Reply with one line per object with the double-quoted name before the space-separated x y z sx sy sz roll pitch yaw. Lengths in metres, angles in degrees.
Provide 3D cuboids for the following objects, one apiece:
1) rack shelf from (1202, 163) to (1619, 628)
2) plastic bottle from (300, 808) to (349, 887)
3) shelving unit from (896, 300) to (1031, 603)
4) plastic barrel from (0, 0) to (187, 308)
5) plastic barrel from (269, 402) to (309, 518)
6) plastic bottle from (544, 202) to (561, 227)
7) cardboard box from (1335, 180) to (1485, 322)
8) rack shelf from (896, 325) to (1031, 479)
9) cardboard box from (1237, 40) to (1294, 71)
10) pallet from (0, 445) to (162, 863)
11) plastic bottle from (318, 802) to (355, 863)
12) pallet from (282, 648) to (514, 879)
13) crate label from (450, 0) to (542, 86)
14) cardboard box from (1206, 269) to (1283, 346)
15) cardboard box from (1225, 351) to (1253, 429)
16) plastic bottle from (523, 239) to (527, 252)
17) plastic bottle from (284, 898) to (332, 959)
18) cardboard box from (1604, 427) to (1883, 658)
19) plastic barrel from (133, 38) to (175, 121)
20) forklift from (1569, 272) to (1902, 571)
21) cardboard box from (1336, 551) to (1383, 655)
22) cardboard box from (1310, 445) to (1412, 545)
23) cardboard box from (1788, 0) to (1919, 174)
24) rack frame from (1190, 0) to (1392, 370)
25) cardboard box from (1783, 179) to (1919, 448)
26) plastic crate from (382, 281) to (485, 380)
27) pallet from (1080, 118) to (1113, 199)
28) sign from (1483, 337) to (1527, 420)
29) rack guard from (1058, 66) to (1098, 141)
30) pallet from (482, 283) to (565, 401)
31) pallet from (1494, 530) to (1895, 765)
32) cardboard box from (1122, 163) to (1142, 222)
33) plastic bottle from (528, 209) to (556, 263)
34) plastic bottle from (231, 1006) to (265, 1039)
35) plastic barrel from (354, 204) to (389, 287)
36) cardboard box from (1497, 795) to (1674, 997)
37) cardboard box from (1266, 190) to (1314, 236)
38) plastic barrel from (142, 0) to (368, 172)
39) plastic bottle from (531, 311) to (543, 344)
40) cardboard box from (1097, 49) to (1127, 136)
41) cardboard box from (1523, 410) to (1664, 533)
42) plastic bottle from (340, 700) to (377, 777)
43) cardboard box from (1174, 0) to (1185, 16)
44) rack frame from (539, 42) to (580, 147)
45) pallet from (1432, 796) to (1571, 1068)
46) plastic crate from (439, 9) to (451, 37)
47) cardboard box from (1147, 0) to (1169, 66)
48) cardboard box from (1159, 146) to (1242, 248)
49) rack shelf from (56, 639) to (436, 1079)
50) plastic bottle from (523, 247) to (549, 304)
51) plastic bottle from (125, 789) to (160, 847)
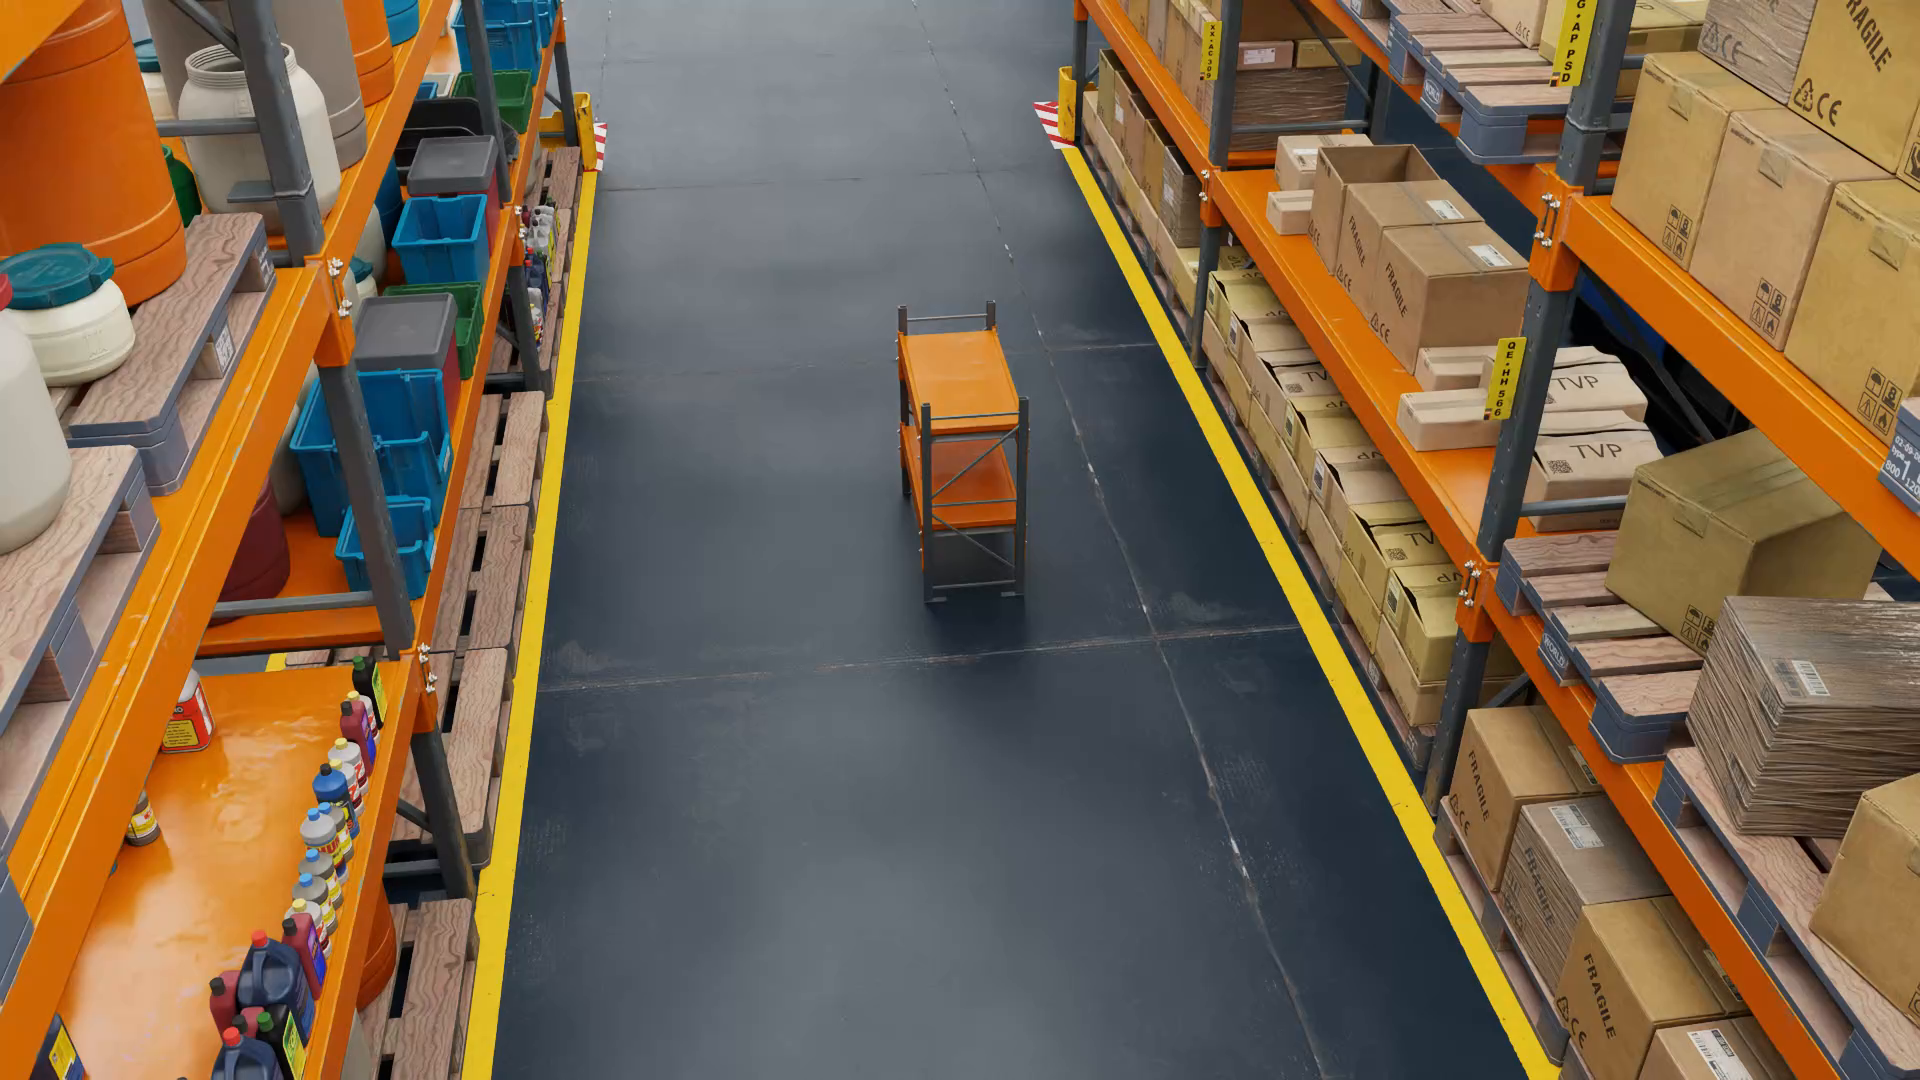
"rack shelf" 2.210 -0.953 8.124 1.077 0.370 4.000 -4 35 -6
"plastic bottle" -1.872 0.897 4.884 0.097 0.271 0.097 0 34 0
"shelving unit" 0.001 -0.461 8.428 0.538 1.125 1.048 -4 35 -6
"plastic barrel" -2.356 -1.035 4.187 0.600 0.830 0.708 -4 35 -6
"plastic barrel" -2.780 -0.365 6.523 0.421 0.512 0.421 0 34 0
"plastic bottle" -2.824 -2.259 11.496 0.097 0.201 0.097 0 34 0
"cardboard box" 2.167 -1.405 8.059 0.500 0.500 0.500 -4 35 -6
"rack shelf" 0.001 -0.703 8.263 0.538 0.278 1.000 -4 35 -6
"cardboard box" 1.692 -2.811 9.547 0.380 0.149 0.250 -4 35 -6
"pallet" -2.249 0.247 3.229 1.003 0.211 1.213 -4 35 -6
"plastic bottle" -1.885 0.872 4.984 0.097 0.201 0.097 0 34 0
"pallet" -2.495 0.956 7.160 1.003 0.211 1.213 -4 35 -6
"crate label" -2.990 -3.234 10.800 0.502 0.435 0.616 -4 35 -6
"cardboard box" 1.750 -1.386 9.691 0.500 0.311 0.500 -4 35 -6
"cardboard box" 1.817 -0.875 9.438 0.500 0.250 0.500 -4 34 -5
"plastic bottle" -2.891 -1.849 10.827 0.152 0.276 0.135 -4 35 -6
"plastic bottle" -1.832 1.089 4.665 0.097 0.201 0.097 0 34 0
"cardboard box" 2.676 -0.006 5.634 0.700 0.500 0.500 -16 37 -22
"plastic barrel" -2.832 -1.636 5.946 0.301 0.262 0.301 0 34 0
"forklift" 4.636 -1.750 8.715 1.130 2.935 3.031 -5 35 -8
"cardboard box" 2.094 0.266 7.765 0.500 0.250 0.500 -5 35 -7
"cardboard box" 2.023 -0.248 8.022 0.500 0.311 0.500 -5 35 -7
"cardboard box" 2.600 -1.300 4.354 0.500 0.500 0.500 -4 35 -6
"rack frame" 1.941 -2.366 9.559 1.000 3.000 0.127 -4 35 -6
"cardboard box" 2.710 -0.600 4.214 0.910 0.500 0.500 -4 35 -6
"plastic crate" -2.454 -0.955 7.676 0.450 0.188 0.662 -4 35 -6
"pallet" 1.548 -3.023 12.998 1.003 0.211 1.213 -4 35 -6
"sign" 1.930 -0.569 5.893 0.100 0.325 0.005 -4 35 -6
"rack guard" 1.400 -3.579 13.558 1.175 0.500 0.348 -4 35 -6
"pallet" -3.017 -1.219 10.351 1.003 0.211 1.213 -4 35 -6
"pallet" 2.640 0.318 5.790 1.213 0.211 1.003 -4 35 -6
"cardboard box" 1.455 -2.483 11.798 0.500 0.250 0.500 -4 35 -6
"plastic bottle" -2.772 -2.009 10.996 0.144 0.351 0.185 -3 34 -4
"plastic bottle" -1.816 1.300 4.282 0.061 0.283 0.133 -4 35 -6
"plastic barrel" -3.056 -1.499 8.165 0.433 0.535 0.433 0 34 0
"cardboard box" 2.333 1.284 6.031 0.500 0.500 0.500 -6 35 -8
"cardboard box" 1.858 -1.753 8.881 0.380 0.149 0.250 -4 35 -6
"plastic barrel" -2.325 -1.683 5.447 0.600 0.901 0.600 0 34 0
"plastic bottle" -2.590 -1.287 10.068 0.097 0.201 0.097 0 34 0
"cardboard box" 1.324 -3.351 12.406 0.500 0.500 0.500 -4 35 -6
"cardboard box" 2.474 -0.304 6.611 0.500 0.311 0.500 -2 34 -3
"plastic bottle" -1.921 0.609 5.296 0.061 0.283 0.133 -4 35 -6
"cardboard box" 1.557 -3.379 10.380 0.380 0.149 0.250 -5 35 -7
"rack frame" -3.505 -4.226 12.287 1.000 3.000 0.127 -4 35 -6
"pallet" 2.542 1.437 6.453 1.003 0.211 1.213 -4 35 -6
"plastic crate" -3.704 -3.593 11.593 0.298 0.136 0.250 -4 35 -6
"cardboard box" 1.664 -3.515 11.155 0.700 0.500 0.500 -3 34 -5
"cardboard box" 1.607 -2.236 10.770 0.500 0.500 0.500 -4 35 -6
"rack shelf" -2.161 1.652 4.301 1.077 0.370 4.000 -4 35 -6
"plastic bottle" -2.690 -1.668 10.495 0.144 0.351 0.185 -6 35 -8
"plastic bottle" -2.508 0.825 5.052 0.097 0.201 0.097 0 34 0
